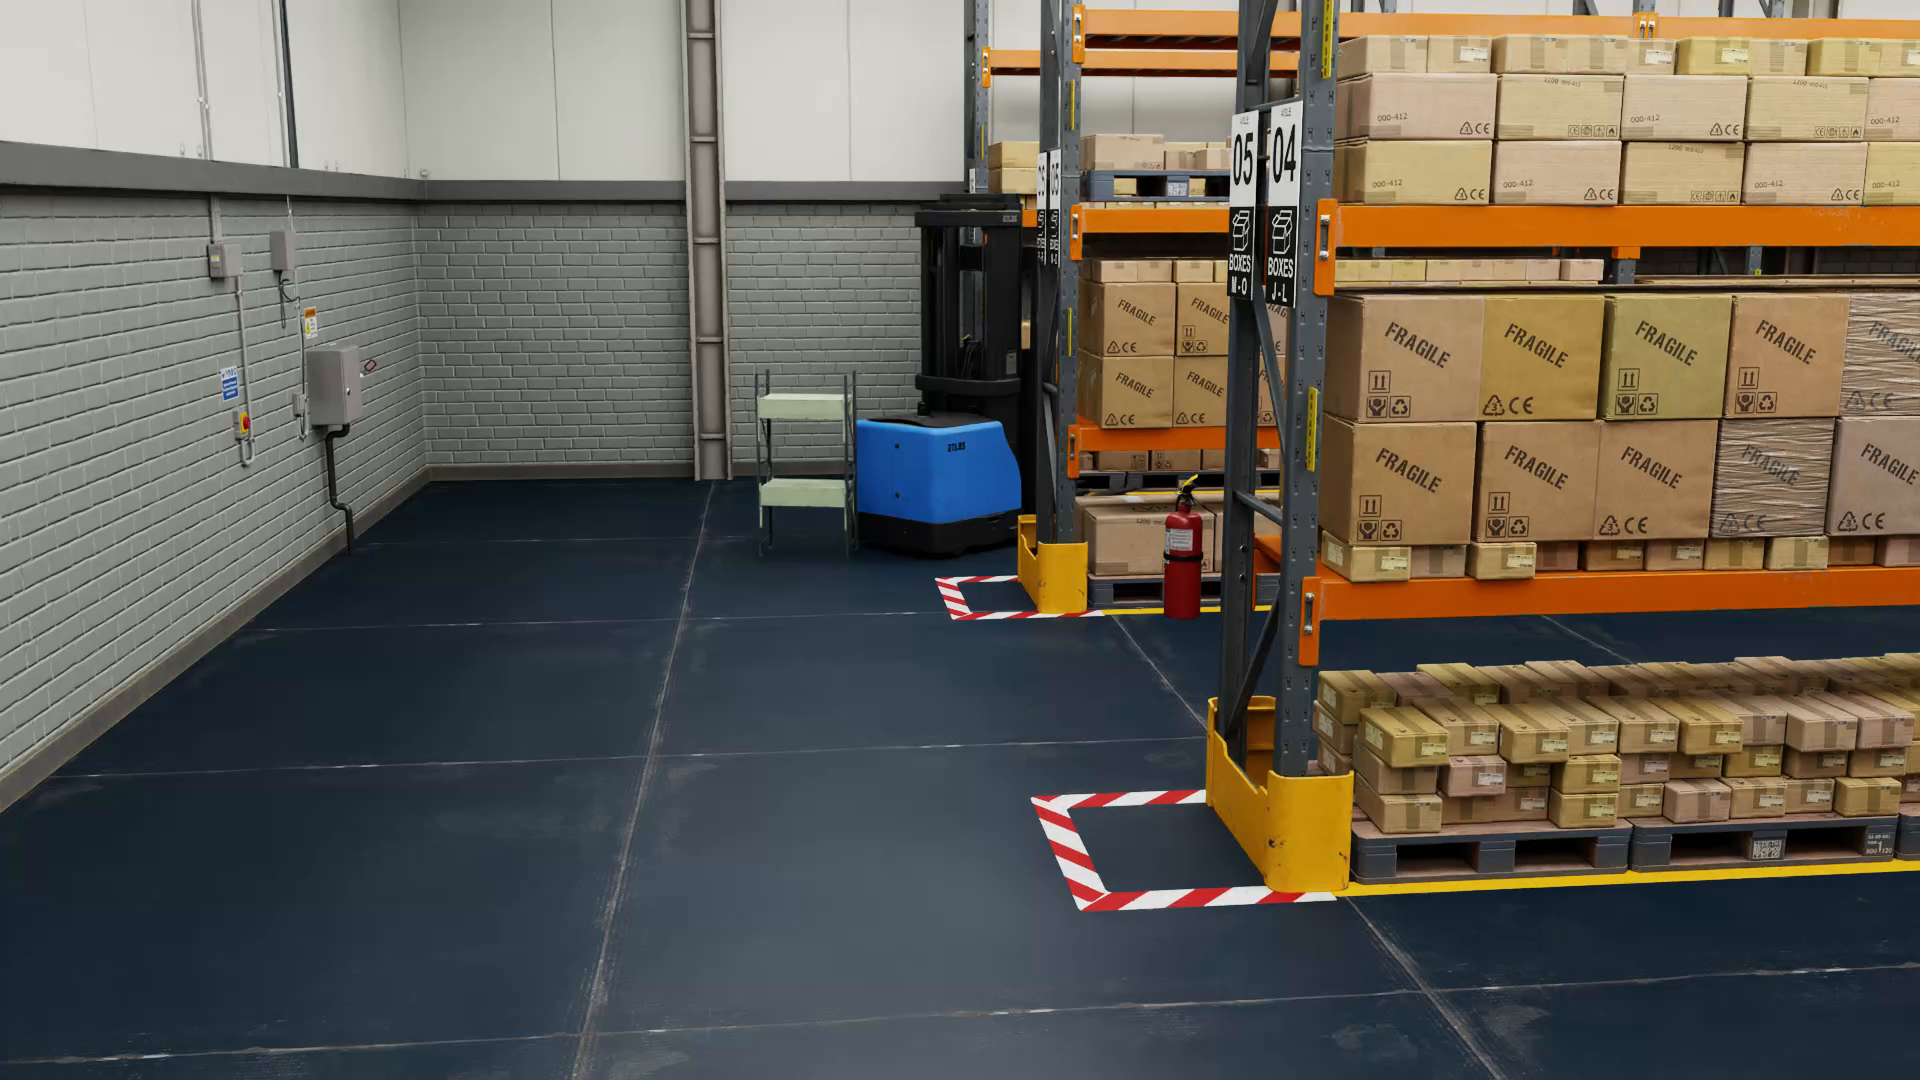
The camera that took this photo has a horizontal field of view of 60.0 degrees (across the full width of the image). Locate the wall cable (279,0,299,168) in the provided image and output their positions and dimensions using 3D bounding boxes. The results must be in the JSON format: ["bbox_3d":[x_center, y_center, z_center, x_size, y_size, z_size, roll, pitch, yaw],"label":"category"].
[{"bbox_3d":[-5.272,-4.533,14.002,0.133,3.039,2.988,-1,11,-6],"label":"wall cable"}]

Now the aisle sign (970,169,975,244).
[{"bbox_3d":[0.119,-3.234,16.303,0.004,0.787,0.394,-1,11,-6],"label":"aisle sign"}]

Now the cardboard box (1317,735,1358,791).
[{"bbox_3d":[1.831,1.025,7.682,0.250,0.149,0.380,-1,11,-5],"label":"cardboard box"}]

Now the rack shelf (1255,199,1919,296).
[{"bbox_3d":[3.318,-1.278,7.180,4.000,0.370,1.077,-1,11,-6],"label":"rack shelf"}]

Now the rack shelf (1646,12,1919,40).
[{"bbox_3d":[6.660,-3.584,12.171,4.000,0.370,1.077,-1,11,-6],"label":"rack shelf"}]

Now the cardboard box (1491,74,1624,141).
[{"bbox_3d":[2.313,-1.731,6.714,0.500,0.250,0.500,-1,11,-7],"label":"cardboard box"}]

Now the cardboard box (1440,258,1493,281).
[{"bbox_3d":[3.627,-1.942,11.935,0.250,0.149,0.380,-1,11,-7],"label":"cardboard box"}]

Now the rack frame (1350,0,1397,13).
[{"bbox_3d":[4.132,-5.043,16.693,0.127,3.000,1.000,-1,11,-6],"label":"rack frame"}]

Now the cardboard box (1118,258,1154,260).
[{"bbox_3d":[1.280,-1.978,12.121,0.250,0.149,0.380,-1,11,-5],"label":"cardboard box"}]

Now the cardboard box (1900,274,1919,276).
[{"bbox_3d":[7.639,-1.795,12.872,0.500,0.500,0.500,-1,11,-6],"label":"cardboard box"}]

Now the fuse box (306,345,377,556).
[{"bbox_3d":[-4.990,-0.716,13.575,0.414,1.711,0.539,-1,11,-6],"label":"fuse box"}]

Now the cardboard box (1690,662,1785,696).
[{"bbox_3d":[3.635,0.698,7.802,0.250,0.149,0.380,-2,11,-8],"label":"cardboard box"}]

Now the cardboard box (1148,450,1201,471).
[{"bbox_3d":[2.164,-0.993,17.032,0.500,0.500,0.500,-1,11,-5],"label":"cardboard box"}]

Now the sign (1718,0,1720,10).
[{"bbox_3d":[8.045,-5.769,17.552,0.005,0.325,0.100,-1,11,-6],"label":"sign"}]

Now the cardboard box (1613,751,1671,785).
[{"bbox_3d":[2.911,0.943,7.327,0.250,0.149,0.380,-2,11,-9],"label":"cardboard box"}]

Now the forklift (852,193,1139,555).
[{"bbox_3d":[0.441,-1.540,14.601,1.130,2.935,3.031,10,15,41],"label":"forklift"}]

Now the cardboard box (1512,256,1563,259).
[{"bbox_3d":[4.329,-2.049,12.481,0.250,0.149,0.380,-1,11,-7],"label":"cardboard box"}]

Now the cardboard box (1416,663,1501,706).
[{"bbox_3d":[2.328,0.700,7.791,0.250,0.149,0.380,-1,11,-7],"label":"cardboard box"}]

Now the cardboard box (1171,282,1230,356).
[{"bbox_3d":[1.716,-1.572,11.735,0.500,0.500,0.500,-2,11,-8],"label":"cardboard box"}]

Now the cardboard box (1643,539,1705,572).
[{"bbox_3d":[2.973,0.021,7.135,0.250,0.149,0.380,-1,11,-7],"label":"cardboard box"}]

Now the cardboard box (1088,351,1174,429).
[{"bbox_3d":[1.203,-1.068,11.767,0.500,0.500,0.500,-1,11,-7],"label":"cardboard box"}]

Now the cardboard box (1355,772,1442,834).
[{"bbox_3d":[1.885,1.126,7.166,0.250,0.149,0.380,-1,11,-5],"label":"cardboard box"}]

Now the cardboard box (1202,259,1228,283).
[{"bbox_3d":[1.861,-1.888,11.663,0.250,0.149,0.380,-2,11,-8],"label":"cardboard box"}]

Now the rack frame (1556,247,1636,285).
[{"bbox_3d":[4.671,-1.148,12.430,0.127,3.000,1.000,-1,11,-6],"label":"rack frame"}]

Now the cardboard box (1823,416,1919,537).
[{"bbox_3d":[3.845,-0.311,7.142,0.500,0.500,0.500,-1,11,-6],"label":"cardboard box"}]

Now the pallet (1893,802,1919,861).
[{"bbox_3d":[4.643,1.188,7.775,1.213,0.211,1.003,-1,11,-6],"label":"pallet"}]

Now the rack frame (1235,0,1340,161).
[{"bbox_3d":[1.330,-3.061,6.610,0.127,3.000,1.000,-1,11,-6],"label":"rack frame"}]

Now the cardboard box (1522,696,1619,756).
[{"bbox_3d":[2.650,0.807,7.245,0.250,0.149,0.380,-2,11,-9],"label":"cardboard box"}]

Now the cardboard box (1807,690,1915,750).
[{"bbox_3d":[3.959,0.791,7.328,0.250,0.149,0.380,-2,11,-9],"label":"cardboard box"}]

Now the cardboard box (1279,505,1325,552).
[{"bbox_3d":[1.623,-0.055,7.523,0.250,0.149,0.380,-1,11,-6],"label":"cardboard box"}]

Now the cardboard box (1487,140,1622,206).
[{"bbox_3d":[2.328,-1.486,6.763,0.500,0.250,0.500,-1,11,-4],"label":"cardboard box"}]

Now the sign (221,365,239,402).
[{"bbox_3d":[-4.964,-1.065,11.306,0.001,0.218,0.327,-1,11,-6],"label":"sign"}]

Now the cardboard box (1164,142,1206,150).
[{"bbox_3d":[2.135,-3.799,16.464,0.500,0.250,0.500,-1,11,-5],"label":"cardboard box"}]

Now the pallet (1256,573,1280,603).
[{"bbox_3d":[2.691,0.247,12.562,1.213,0.211,1.003,-1,11,-6],"label":"pallet"}]

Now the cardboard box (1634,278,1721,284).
[{"bbox_3d":[5.140,-1.641,12.090,0.500,0.500,0.500,-1,11,-5],"label":"cardboard box"}]

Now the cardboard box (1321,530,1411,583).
[{"bbox_3d":[1.687,0.062,6.927,0.250,0.149,0.380,-1,11,-7],"label":"cardboard box"}]

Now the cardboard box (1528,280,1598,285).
[{"bbox_3d":[4.232,-1.625,12.005,0.500,0.500,0.500,-1,11,-7],"label":"cardboard box"}]

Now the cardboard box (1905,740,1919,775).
[{"bbox_3d":[4.236,0.917,7.457,0.250,0.149,0.380,-1,11,-6],"label":"cardboard box"}]

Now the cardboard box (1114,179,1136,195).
[{"bbox_3d":[1.639,-3.540,16.441,0.500,0.250,0.500,-2,11,-8],"label":"cardboard box"}]

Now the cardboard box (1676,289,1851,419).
[{"bbox_3d":[3.331,-0.791,6.993,0.500,0.500,0.500,-2,11,-8],"label":"cardboard box"}]

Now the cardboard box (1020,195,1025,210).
[{"bbox_3d":[0.497,-3.327,16.390,0.250,0.149,0.380,-1,11,-5],"label":"cardboard box"}]

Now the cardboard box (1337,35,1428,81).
[{"bbox_3d":[1.676,-1.919,6.639,0.250,0.149,0.380,-1,11,-7],"label":"cardboard box"}]

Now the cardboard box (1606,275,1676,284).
[{"bbox_3d":[5.088,-1.745,12.616,0.500,0.500,0.500,-1,11,-4],"label":"cardboard box"}]

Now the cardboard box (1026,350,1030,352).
[{"bbox_3d":[0.759,-1.861,16.711,0.250,0.149,0.380,-1,11,-5],"label":"cardboard box"}]

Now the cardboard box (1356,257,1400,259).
[{"bbox_3d":[3.065,-2.013,12.297,0.250,0.149,0.380,-1,11,-6],"label":"cardboard box"}]

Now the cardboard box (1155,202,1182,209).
[{"bbox_3d":[2.032,-3.340,16.457,0.250,0.149,0.380,-1,11,-6],"label":"cardboard box"}]

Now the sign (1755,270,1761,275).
[{"bbox_3d":[8.176,-2.608,17.063,0.005,0.325,0.100,-1,11,-6],"label":"sign"}]

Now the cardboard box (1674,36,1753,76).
[{"bbox_3d":[2.968,-1.931,6.697,0.250,0.149,0.380,-1,11,-4],"label":"cardboard box"}]

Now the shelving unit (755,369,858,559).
[{"bbox_3d":[-1.255,-0.631,13.689,0.755,1.500,0.431,2,11,8],"label":"shelving unit"}]

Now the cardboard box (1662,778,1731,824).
[{"bbox_3d":[3.149,1.102,7.288,0.250,0.149,0.380,-2,11,-9],"label":"cardboard box"}]

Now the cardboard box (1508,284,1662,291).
[{"bbox_3d":[2.778,-0.883,7.462,0.500,0.500,0.500,-1,11,-3],"label":"cardboard box"}]
